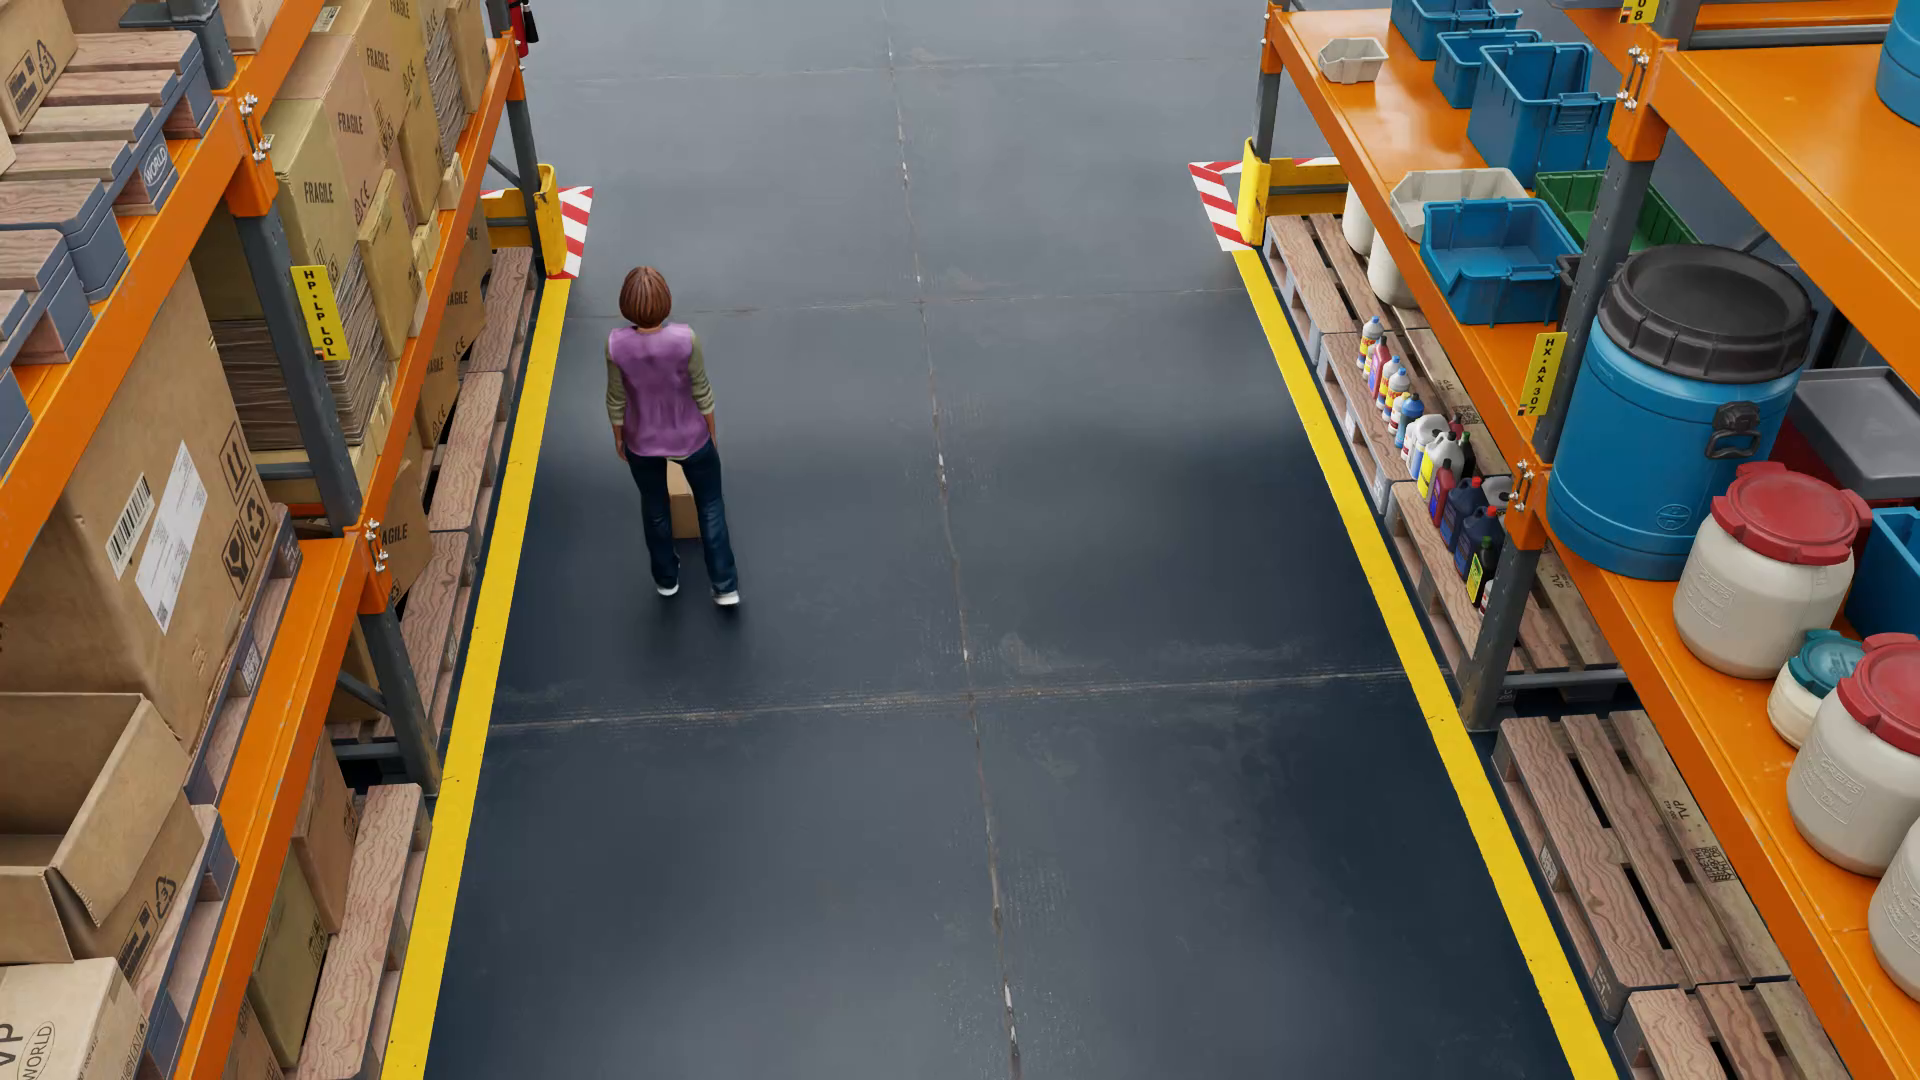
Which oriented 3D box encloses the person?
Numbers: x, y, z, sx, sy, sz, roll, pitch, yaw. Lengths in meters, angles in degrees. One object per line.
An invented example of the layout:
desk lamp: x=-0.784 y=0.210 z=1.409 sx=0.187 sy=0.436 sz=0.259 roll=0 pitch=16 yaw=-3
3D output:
person: x=-1.164 y=-0.395 z=6.665 sx=0.442 sy=1.637 sz=0.415 roll=-3 pitch=40 yaw=-3
